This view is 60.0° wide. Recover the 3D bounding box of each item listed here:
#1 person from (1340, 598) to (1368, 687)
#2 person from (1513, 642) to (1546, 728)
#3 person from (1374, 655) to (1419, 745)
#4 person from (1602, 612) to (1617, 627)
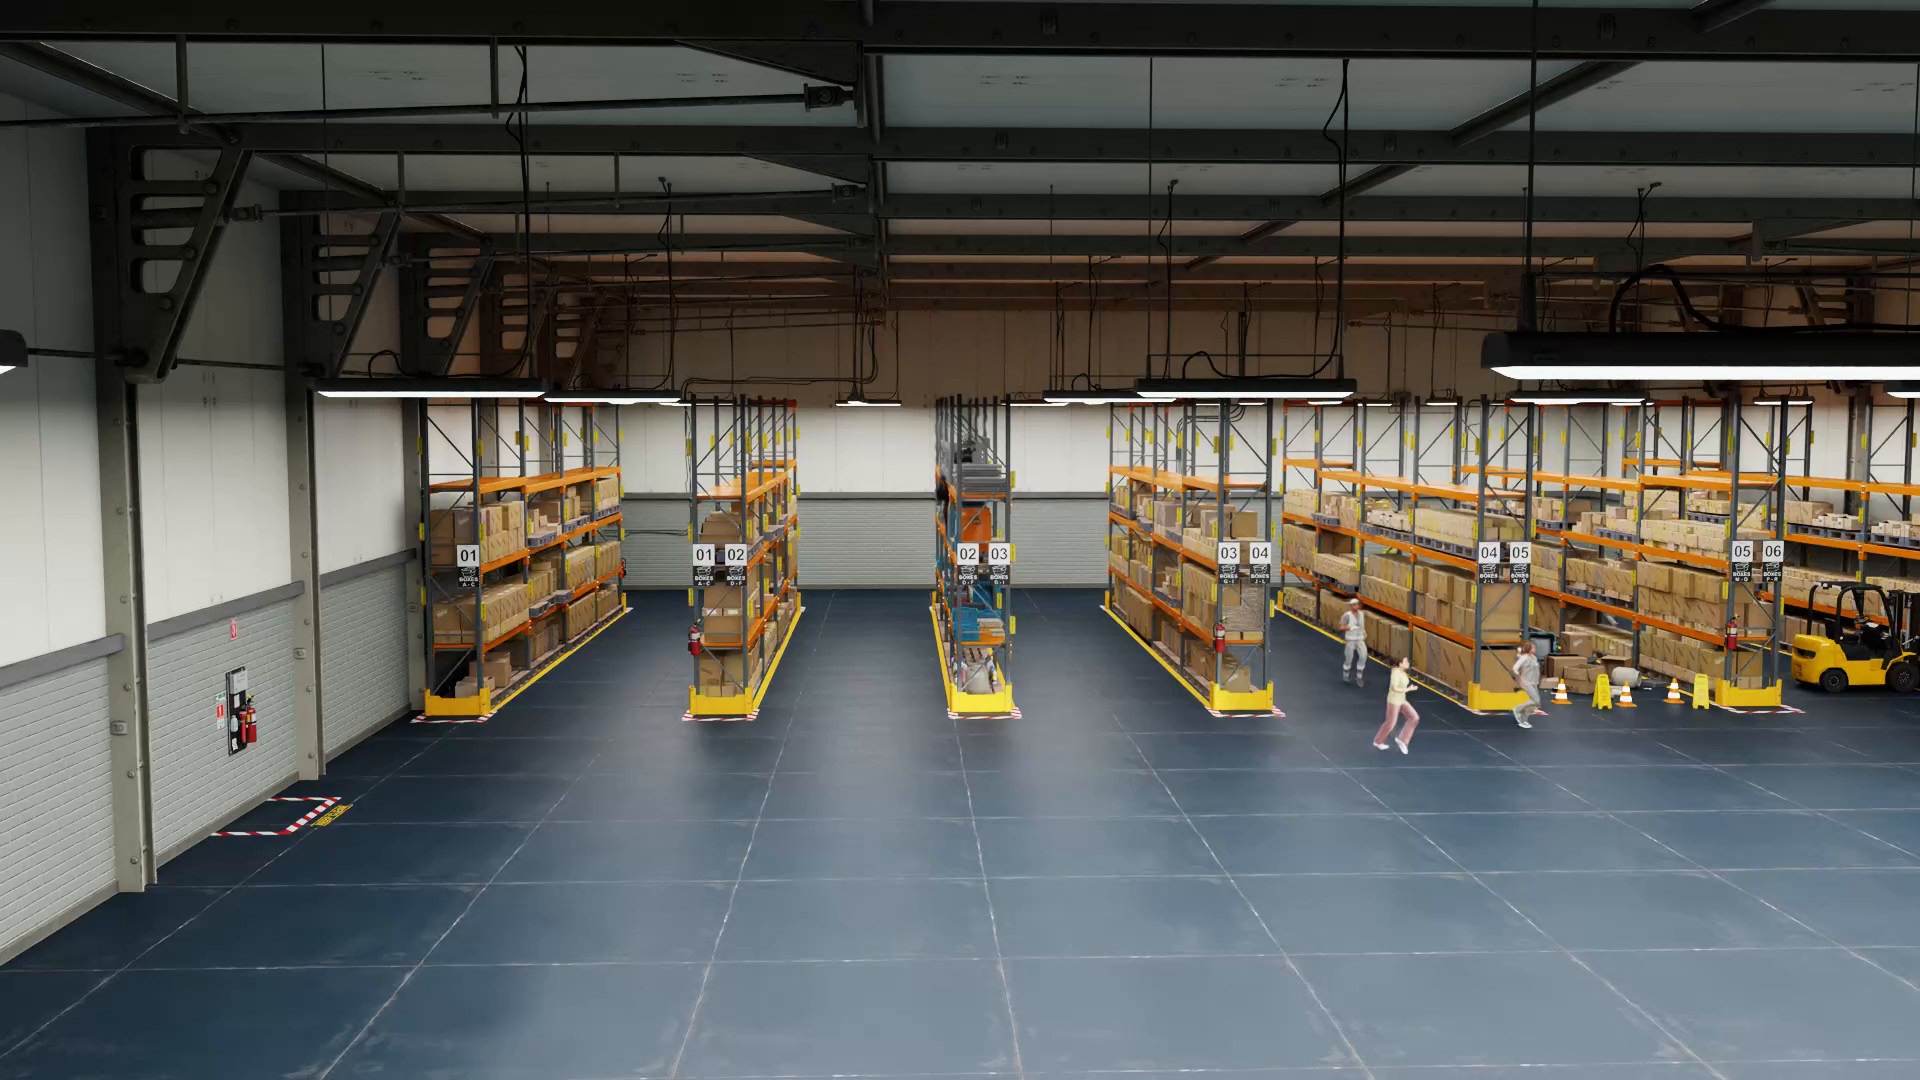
[{"bbox_3d":[8.162,2.122,34.435,0.665,1.852,0.776,-1,5,-9],"label":"person"},{"bbox_3d":[10.232,2.604,29.835,0.535,1.553,0.531,-4,6,-42],"label":"person"},{"bbox_3d":[7.240,2.677,27.601,0.771,1.513,0.603,3,6,36],"label":"person"},{"bbox_3d":[16.582,1.555,42.474,0.577,1.641,0.875,-1,5,-11],"label":"person"}]
